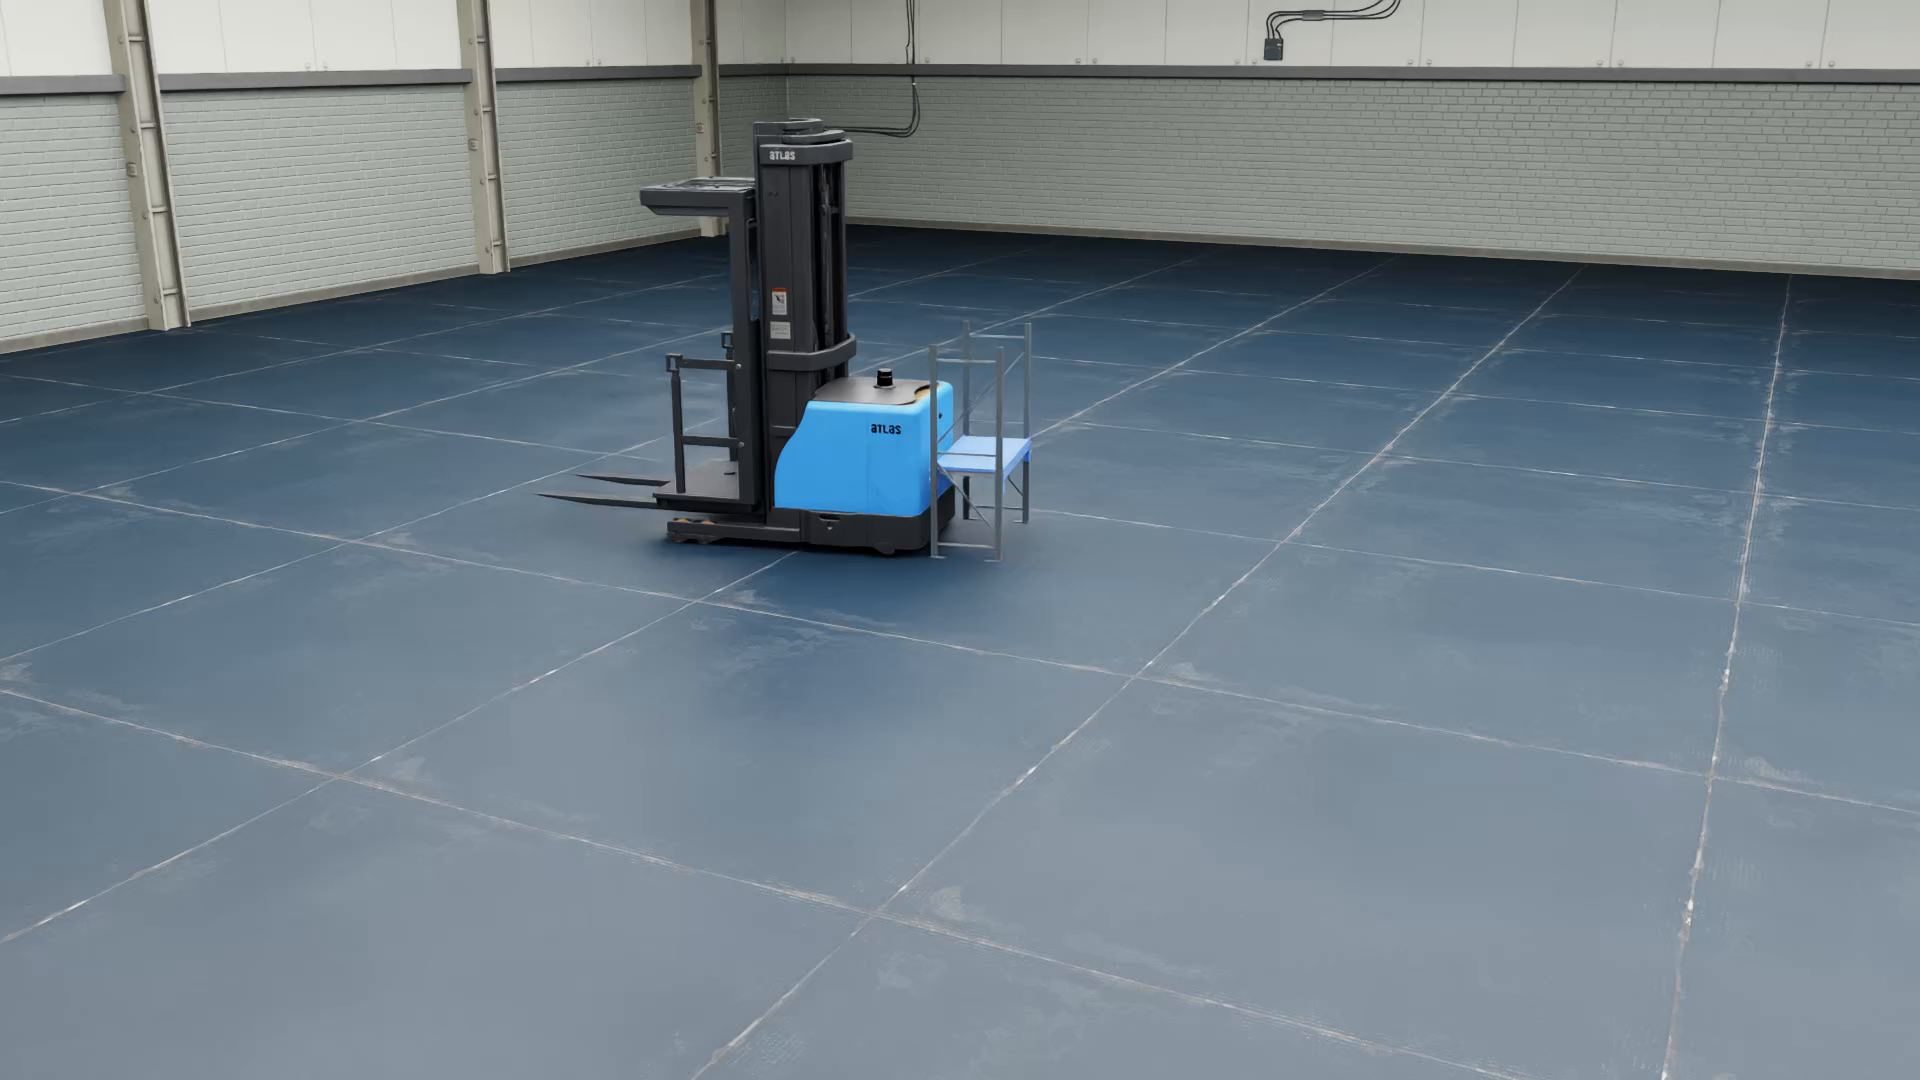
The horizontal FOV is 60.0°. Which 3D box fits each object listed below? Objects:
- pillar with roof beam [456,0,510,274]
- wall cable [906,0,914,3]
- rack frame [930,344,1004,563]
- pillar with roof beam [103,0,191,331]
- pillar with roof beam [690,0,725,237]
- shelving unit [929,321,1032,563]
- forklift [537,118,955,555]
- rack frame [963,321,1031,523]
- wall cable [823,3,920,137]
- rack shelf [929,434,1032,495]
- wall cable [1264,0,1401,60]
[{"bbox_3d":[-3.501,-7.994,23.134,9.100,9.000,0.400,8,18,25],"label":"pillar with roof beam"},{"bbox_3d":[0.248,-11.241,30.648,3.097,2.526,0.112,8,18,25],"label":"wall cable"},{"bbox_3d":[0.044,-0.580,11.344,0.500,1.500,0.032,4,17,12],"label":"rack frame"},{"bbox_3d":[-6.182,-6.466,17.989,9.100,9.000,0.400,8,18,25],"label":"pillar with roof beam"},{"bbox_3d":[-0.820,-9.522,28.280,9.100,9.000,0.400,8,18,25],"label":"pillar with roof beam"},{"bbox_3d":[0.157,-0.721,11.819,0.538,1.500,1.048,4,17,12],"label":"shelving unit"},{"bbox_3d":[-1.611,-1.514,11.975,3.031,2.935,1.130,4,17,14],"label":"forklift"},{"bbox_3d":[0.270,-0.862,12.294,0.500,1.500,0.032,4,17,12],"label":"rack frame"},{"bbox_3d":[-2.172,-9.164,32.526,3.097,2.526,0.112,8,18,25],"label":"wall cable"},{"bbox_3d":[0.157,-0.549,11.870,0.538,0.185,1.000,4,17,12],"label":"rack shelf"},{"bbox_3d":[6.314,-11.071,27.520,2.305,6.003,0.169,8,18,25],"label":"wall cable"}]
